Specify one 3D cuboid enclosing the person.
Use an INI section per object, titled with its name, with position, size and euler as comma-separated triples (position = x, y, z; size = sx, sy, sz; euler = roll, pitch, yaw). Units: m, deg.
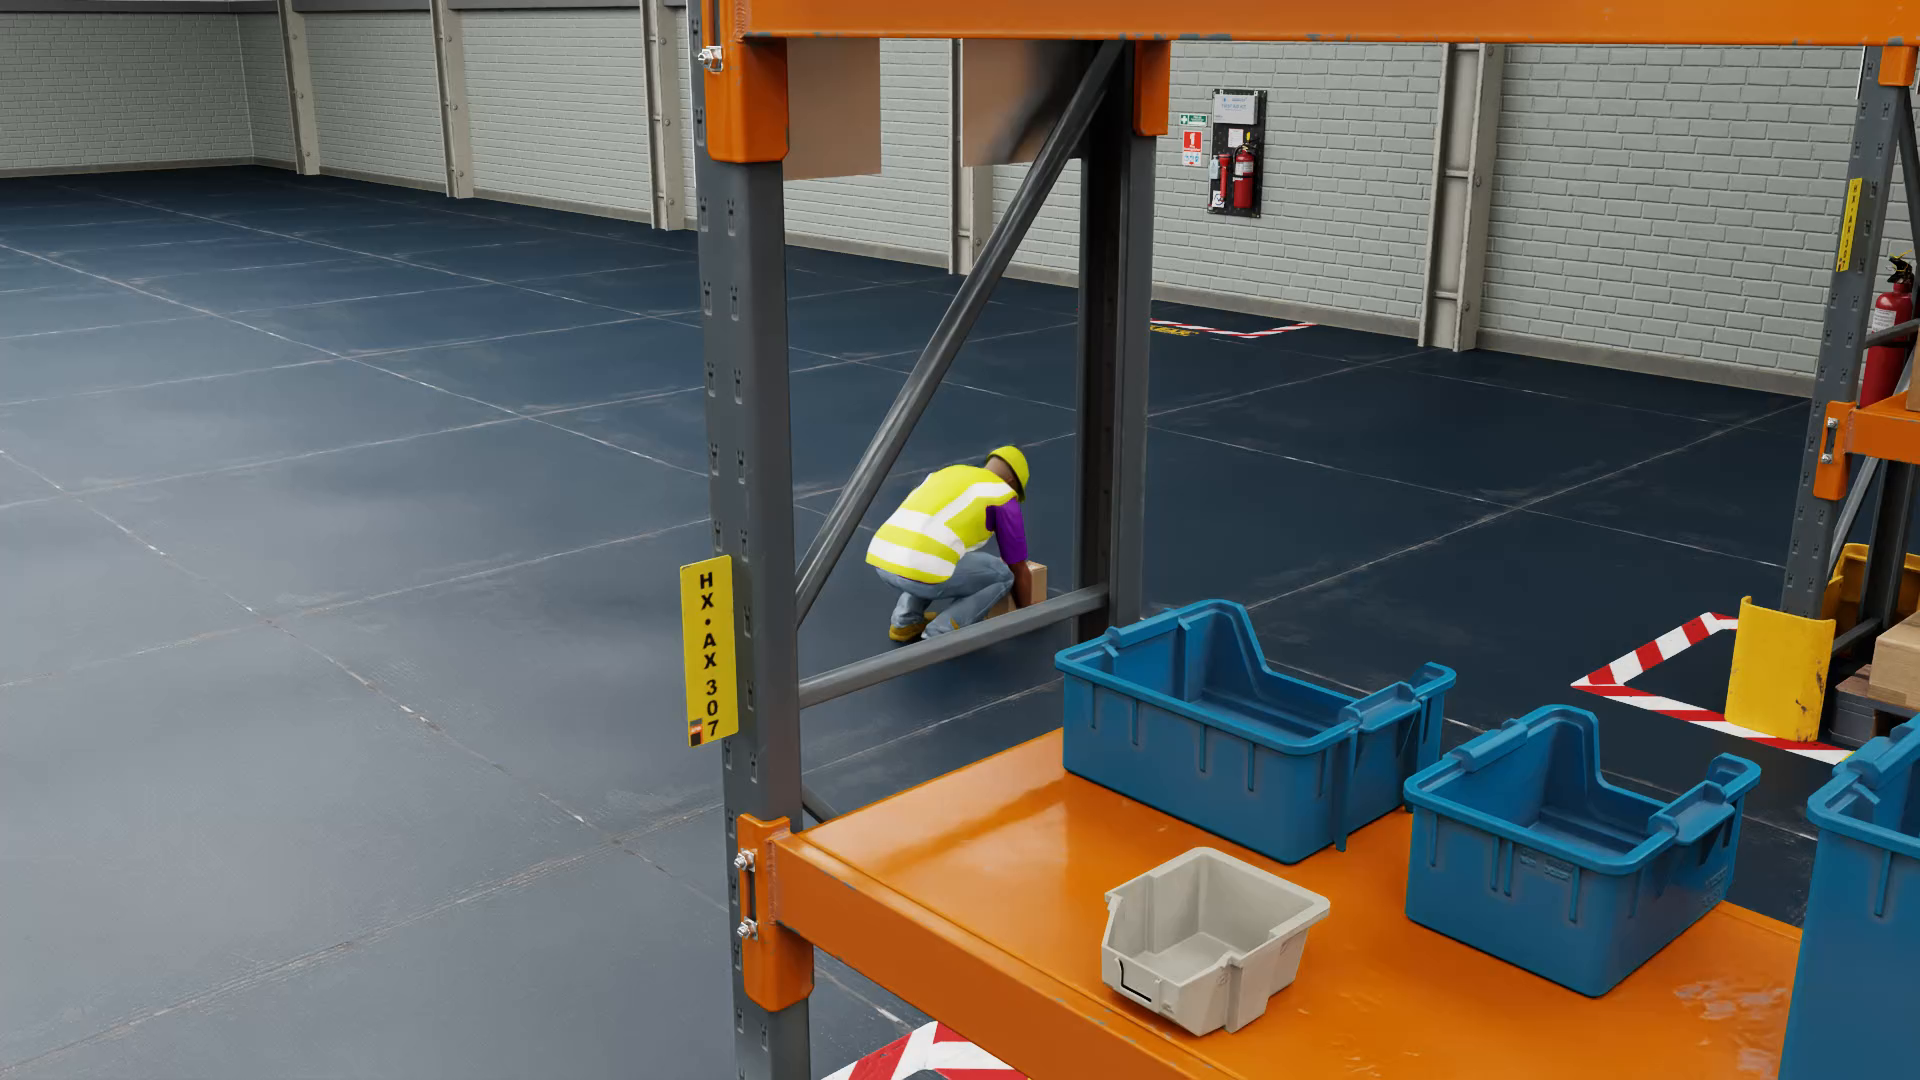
[person]
position = -0.015, 0.071, 7.540
size = 0.925, 0.886, 0.547
euler = -16, 23, -41
